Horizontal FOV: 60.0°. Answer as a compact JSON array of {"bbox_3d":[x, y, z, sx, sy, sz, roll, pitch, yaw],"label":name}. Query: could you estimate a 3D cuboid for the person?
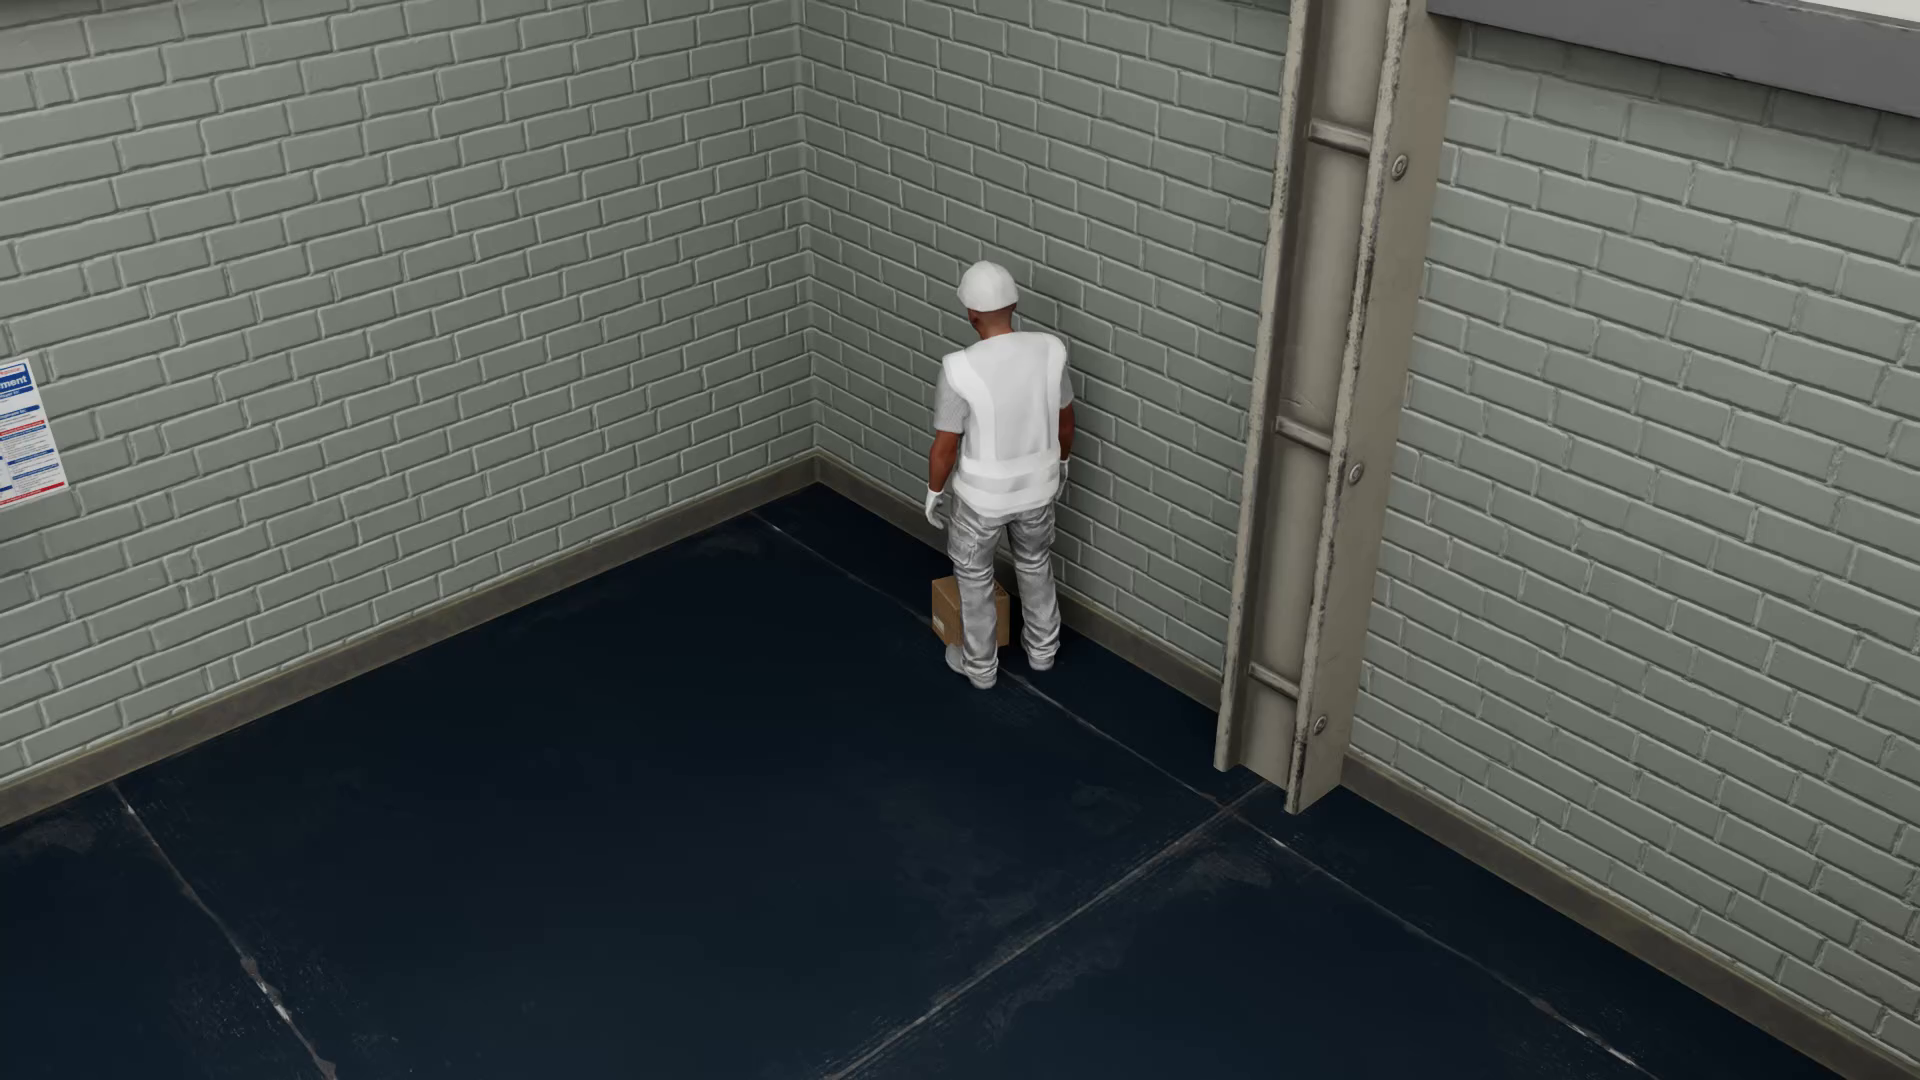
[{"bbox_3d":[0.159,-0.230,6.500,0.618,1.774,0.452,-13,34,-20],"label":"person"}]
